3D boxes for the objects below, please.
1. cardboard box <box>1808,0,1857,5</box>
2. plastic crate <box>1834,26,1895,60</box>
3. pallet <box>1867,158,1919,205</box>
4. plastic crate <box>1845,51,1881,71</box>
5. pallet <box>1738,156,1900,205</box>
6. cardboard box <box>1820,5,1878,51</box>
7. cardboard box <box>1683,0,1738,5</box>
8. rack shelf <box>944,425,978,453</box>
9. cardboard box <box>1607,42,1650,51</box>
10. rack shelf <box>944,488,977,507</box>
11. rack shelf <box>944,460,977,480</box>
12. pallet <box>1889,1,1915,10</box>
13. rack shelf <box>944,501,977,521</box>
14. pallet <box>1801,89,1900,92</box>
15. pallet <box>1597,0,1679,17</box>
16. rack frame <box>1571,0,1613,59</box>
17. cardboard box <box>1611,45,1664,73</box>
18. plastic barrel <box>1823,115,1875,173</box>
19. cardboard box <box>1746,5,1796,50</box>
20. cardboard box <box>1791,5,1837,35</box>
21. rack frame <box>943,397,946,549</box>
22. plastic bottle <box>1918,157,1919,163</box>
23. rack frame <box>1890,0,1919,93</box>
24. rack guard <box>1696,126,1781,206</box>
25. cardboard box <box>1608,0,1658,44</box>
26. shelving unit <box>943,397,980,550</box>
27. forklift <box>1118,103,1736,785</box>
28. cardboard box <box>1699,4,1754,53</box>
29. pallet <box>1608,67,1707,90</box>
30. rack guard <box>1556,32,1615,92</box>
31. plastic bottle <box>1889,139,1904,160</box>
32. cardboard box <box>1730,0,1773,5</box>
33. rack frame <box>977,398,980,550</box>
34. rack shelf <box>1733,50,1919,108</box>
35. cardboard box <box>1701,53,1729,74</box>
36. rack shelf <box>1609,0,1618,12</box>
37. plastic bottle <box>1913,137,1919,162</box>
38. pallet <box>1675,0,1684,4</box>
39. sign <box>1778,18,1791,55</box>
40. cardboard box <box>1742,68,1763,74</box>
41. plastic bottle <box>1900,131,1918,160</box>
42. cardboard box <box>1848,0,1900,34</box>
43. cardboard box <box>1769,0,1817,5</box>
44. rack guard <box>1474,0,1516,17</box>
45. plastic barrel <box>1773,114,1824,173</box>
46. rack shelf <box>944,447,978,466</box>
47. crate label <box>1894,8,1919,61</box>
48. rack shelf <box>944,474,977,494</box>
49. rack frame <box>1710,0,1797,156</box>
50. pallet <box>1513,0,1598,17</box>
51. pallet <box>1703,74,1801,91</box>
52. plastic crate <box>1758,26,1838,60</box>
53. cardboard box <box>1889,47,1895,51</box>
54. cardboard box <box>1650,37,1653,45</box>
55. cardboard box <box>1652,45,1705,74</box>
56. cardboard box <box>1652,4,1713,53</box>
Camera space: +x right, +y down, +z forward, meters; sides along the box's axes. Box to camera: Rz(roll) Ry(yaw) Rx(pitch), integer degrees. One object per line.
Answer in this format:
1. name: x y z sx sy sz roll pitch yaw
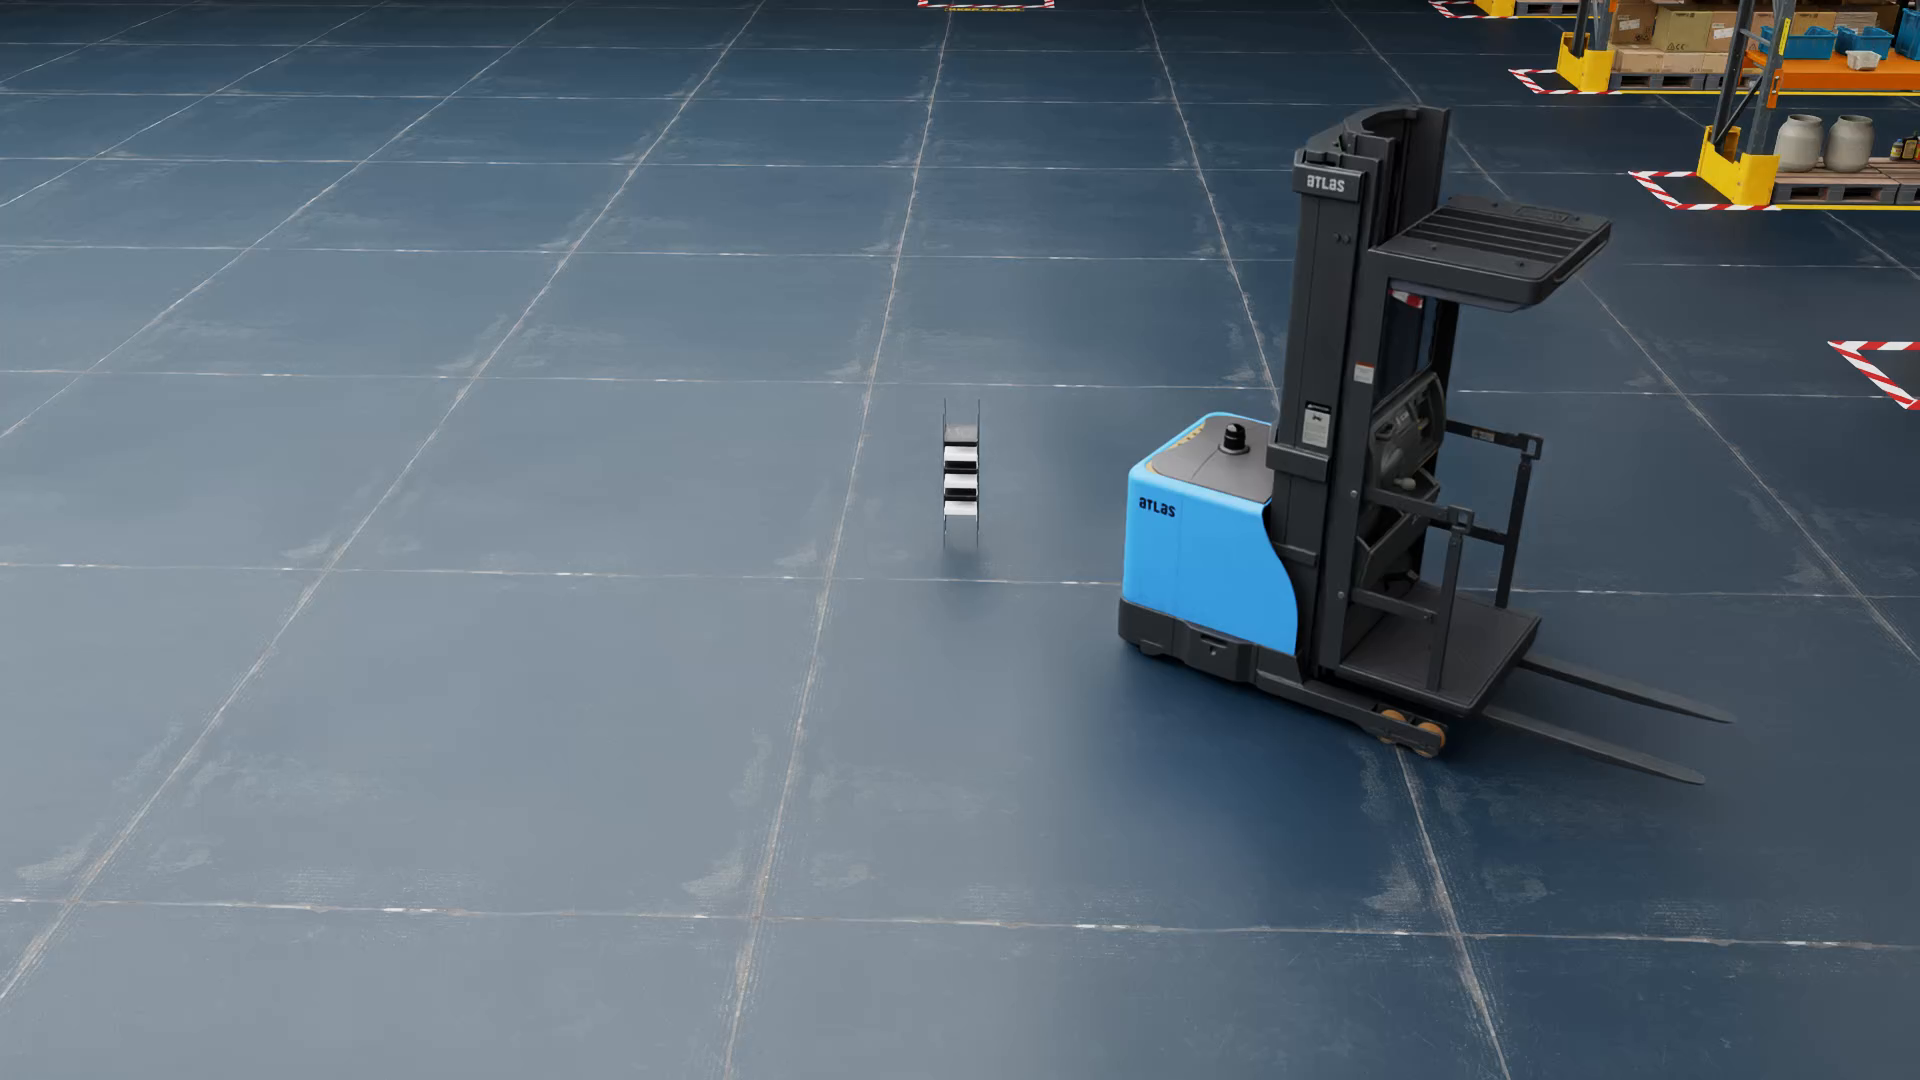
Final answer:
1. cardboard box: 11.050 -6.613 21.208 0.500 0.500 0.500 1 28 2
2. plastic crate: 8.986 -4.952 16.548 0.408 0.251 0.499 1 28 2
3. pallet: 9.932 -3.651 16.912 1.213 0.211 1.003 1 28 2
4. plastic crate: 8.710 -4.618 16.040 0.250 0.136 0.298 1 28 2
5. pallet: 8.716 -3.672 16.952 1.213 0.211 1.003 1 28 2
6. cardboard box: 11.032 -6.373 20.756 0.500 0.500 0.500 1 28 2
7. cardboard box: 9.552 -6.641 21.261 0.500 0.500 0.500 1 28 2
8. rack shelf: 0.008 -0.607 9.928 0.200 0.077 0.258 1 28 2
9. cardboard box: 8.552 -6.318 21.453 0.500 0.250 0.500 1 28 2
10. rack shelf: 0.008 -0.288 10.097 0.200 0.077 0.258 1 28 2
11. rack shelf: 0.008 -0.448 10.012 0.200 0.077 0.258 1 28 2
12. pallet: 14.174 -8.208 25.508 1.213 0.211 1.003 1 28 2
13. rack shelf: 0.008 -0.209 10.139 0.200 0.077 0.258 1 28 2
14. pallet: 11.209 -5.953 21.254 1.213 0.211 1.003 1 28 2
15. pallet: 10.279 -8.252 25.591 1.213 0.211 1.003 1 28 2
16. rack frame: 8.005 -7.218 20.664 0.127 3.000 1.000 1 28 2
17. cardboard box: 8.533 -6.076 20.996 0.500 0.250 0.500 1 28 2
18. plastic barrel: 8.988 -4.002 16.806 0.421 0.512 0.421 0 28 0
19. cardboard box: 10.032 -6.381 20.771 0.500 0.500 0.500 1 28 2
20. cardboard box: 10.532 -6.379 20.768 0.500 0.500 0.500 1 28 2
21. rack frame: -0.093 -0.399 10.042 0.006 0.900 0.240 1 28 2
22. plastic bottle: 9.925 -4.002 17.027 0.133 0.283 0.061 1 28 2
23. rack frame: 12.003 -7.152 20.539 0.127 3.000 1.000 1 28 2
24. rack guard: 7.904 -3.816 16.915 0.348 0.500 1.175 1 28 2
25. cardboard box: 8.552 -6.650 21.280 0.500 0.500 0.500 1 28 2
26. shelving unit: 0.008 -0.397 10.039 0.210 0.900 0.258 1 28 2
27. forklift: 2.367 -0.506 8.075 3.031 2.935 1.130 18 33 30
28. cardboard box: 9.533 -6.397 20.802 0.500 0.500 0.500 1 28 2
29. pallet: 8.771 -5.993 21.330 1.213 0.211 1.003 1 28 2
30. rack guard: 7.981 -6.114 21.250 0.348 0.500 1.175 1 28 2
31. plastic bottle: 9.678 -4.032 17.172 0.097 0.201 0.097 0 28 0
32. cardboard box: 10.051 -6.632 21.245 0.500 0.500 0.500 1 28 2
33. rack frame: 0.110 -0.396 10.036 0.006 0.900 0.240 1 28 2
34. rack shelf: 9.825 -4.549 16.396 4.000 0.370 1.077 1 28 2
35. cardboard box: 9.533 -6.061 20.968 0.500 0.250 0.500 1 28 2
36. rack shelf: 10.004 -6.867 20.770 4.000 0.370 1.077 1 28 2
37. plastic bottle: 9.928 -4.048 17.123 0.135 0.276 0.152 1 28 2
38. pallet: 11.501 -8.233 25.556 1.213 0.211 1.003 1 28 2
39. sign: 7.803 -4.764 15.740 0.005 0.325 0.100 1 28 2
40. cardboard box: 10.032 -6.050 20.948 0.500 0.250 0.500 1 28 2
41. plastic bottle: 9.795 -4.075 17.165 0.133 0.283 0.061 2 28 3
42. cardboard box: 11.550 -6.608 21.200 0.500 0.500 0.500 1 28 2
43. cardboard box: 10.551 -6.625 21.231 0.500 0.500 0.500 1 28 2
44. rack guard: 8.252 -8.431 25.621 0.348 0.500 1.175 1 28 2
45. plastic barrel: 8.487 -4.011 16.821 0.421 0.512 0.421 0 28 0
46. rack shelf: 0.008 -0.527 9.970 0.200 0.077 0.258 1 28 2
47. crate label: 9.676 -5.011 16.463 0.616 0.435 0.502 1 28 2
48. rack shelf: 0.008 -0.368 10.055 0.200 0.077 0.258 1 28 2
49. rack frame: 7.827 -4.900 16.290 0.127 3.000 1.000 1 28 2
50. pallet: 9.063 -8.273 25.632 1.213 0.211 1.003 1 28 2
51. pallet: 9.987 -5.972 21.289 1.213 0.211 1.003 1 28 2
52. plastic crate: 8.337 -4.966 16.573 0.616 0.251 0.499 1 28 2
53. cardboard box: 11.532 -6.028 20.906 0.500 0.250 0.500 1 28 2
54. cardboard box: 9.052 -6.315 21.448 0.500 0.250 0.500 1 28 2
55. cardboard box: 9.033 -6.069 20.984 0.500 0.250 0.500 1 28 2
56. cardboard box: 9.033 -6.400 20.807 0.500 0.500 0.500 1 28 2
